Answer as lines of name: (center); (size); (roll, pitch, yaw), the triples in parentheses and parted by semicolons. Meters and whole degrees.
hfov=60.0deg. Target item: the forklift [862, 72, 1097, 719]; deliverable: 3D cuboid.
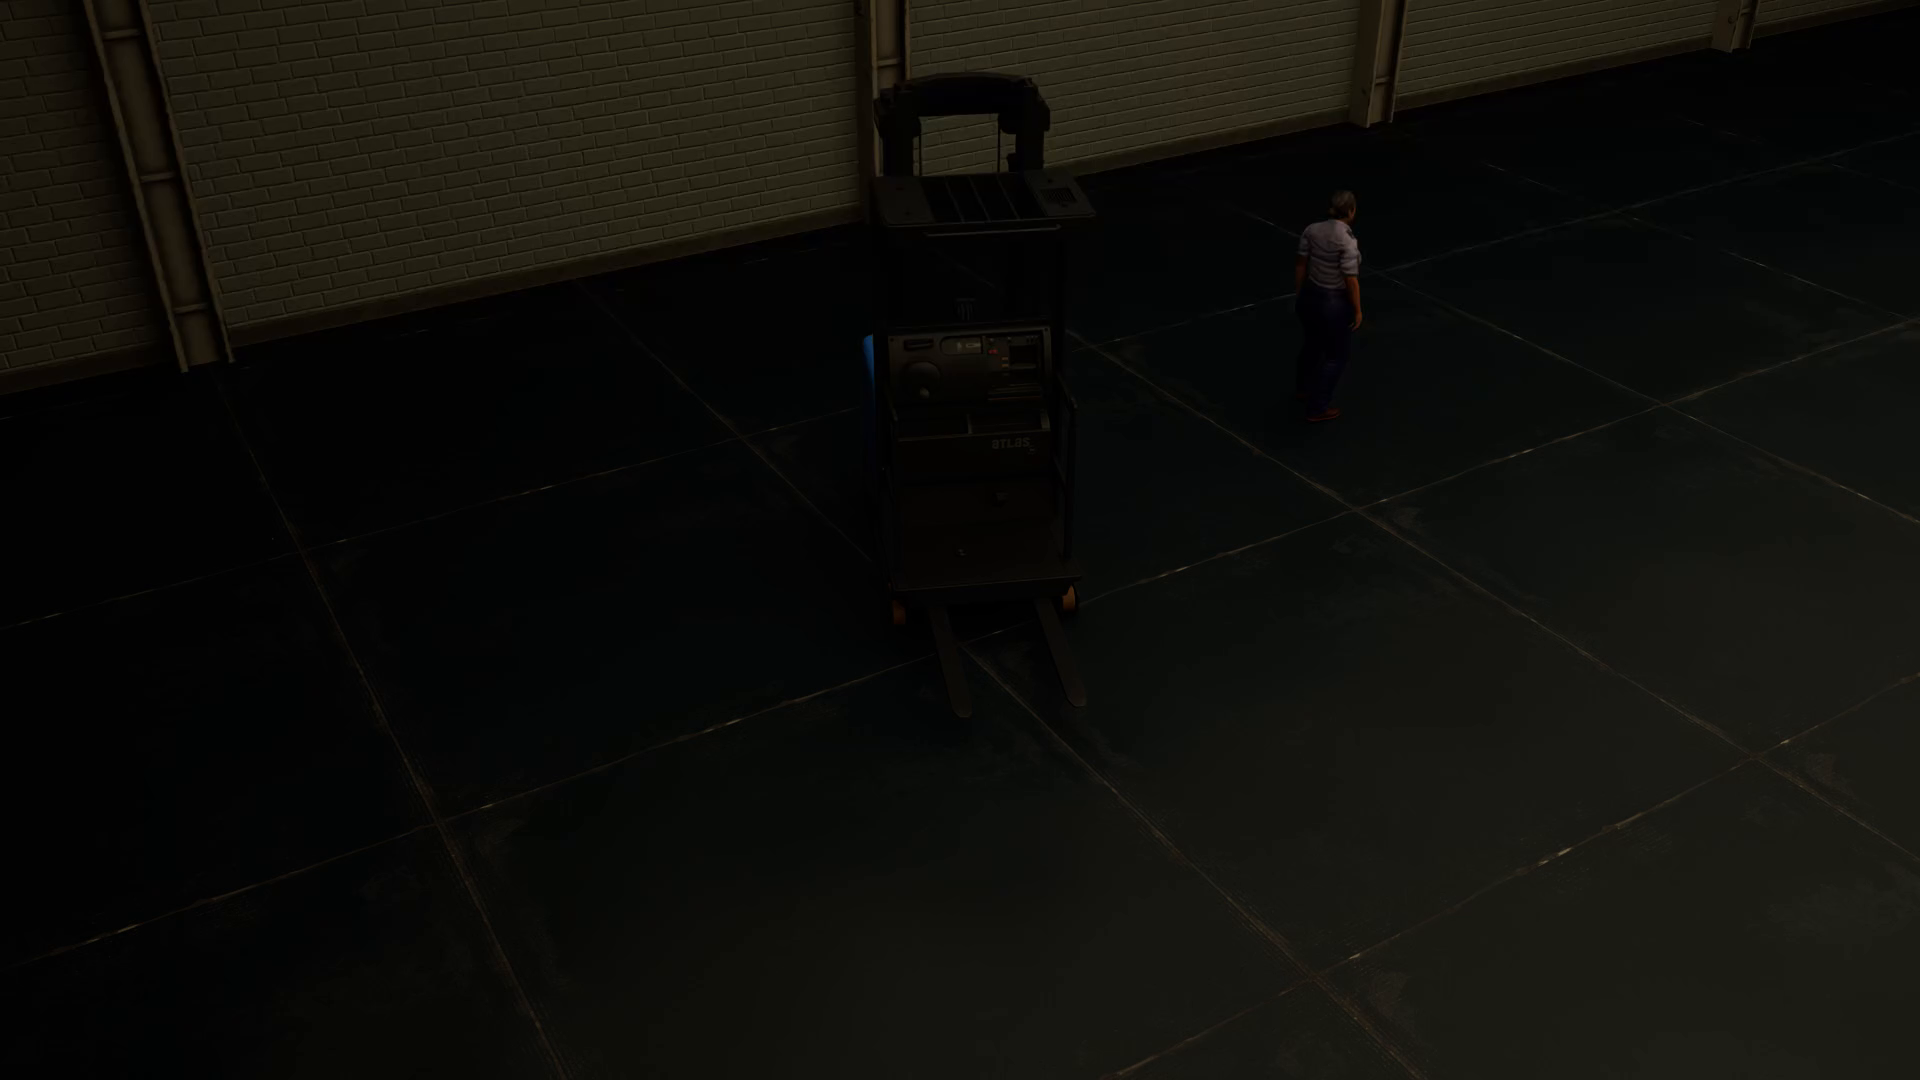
forklift: (0.092, -0.948, 9.230); (1.130, 2.935, 3.031); (-5, 31, -7)

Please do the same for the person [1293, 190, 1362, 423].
person: (2.605, -1.650, 11.694); (0.467, 1.675, 0.571); (-19, 36, -28)
